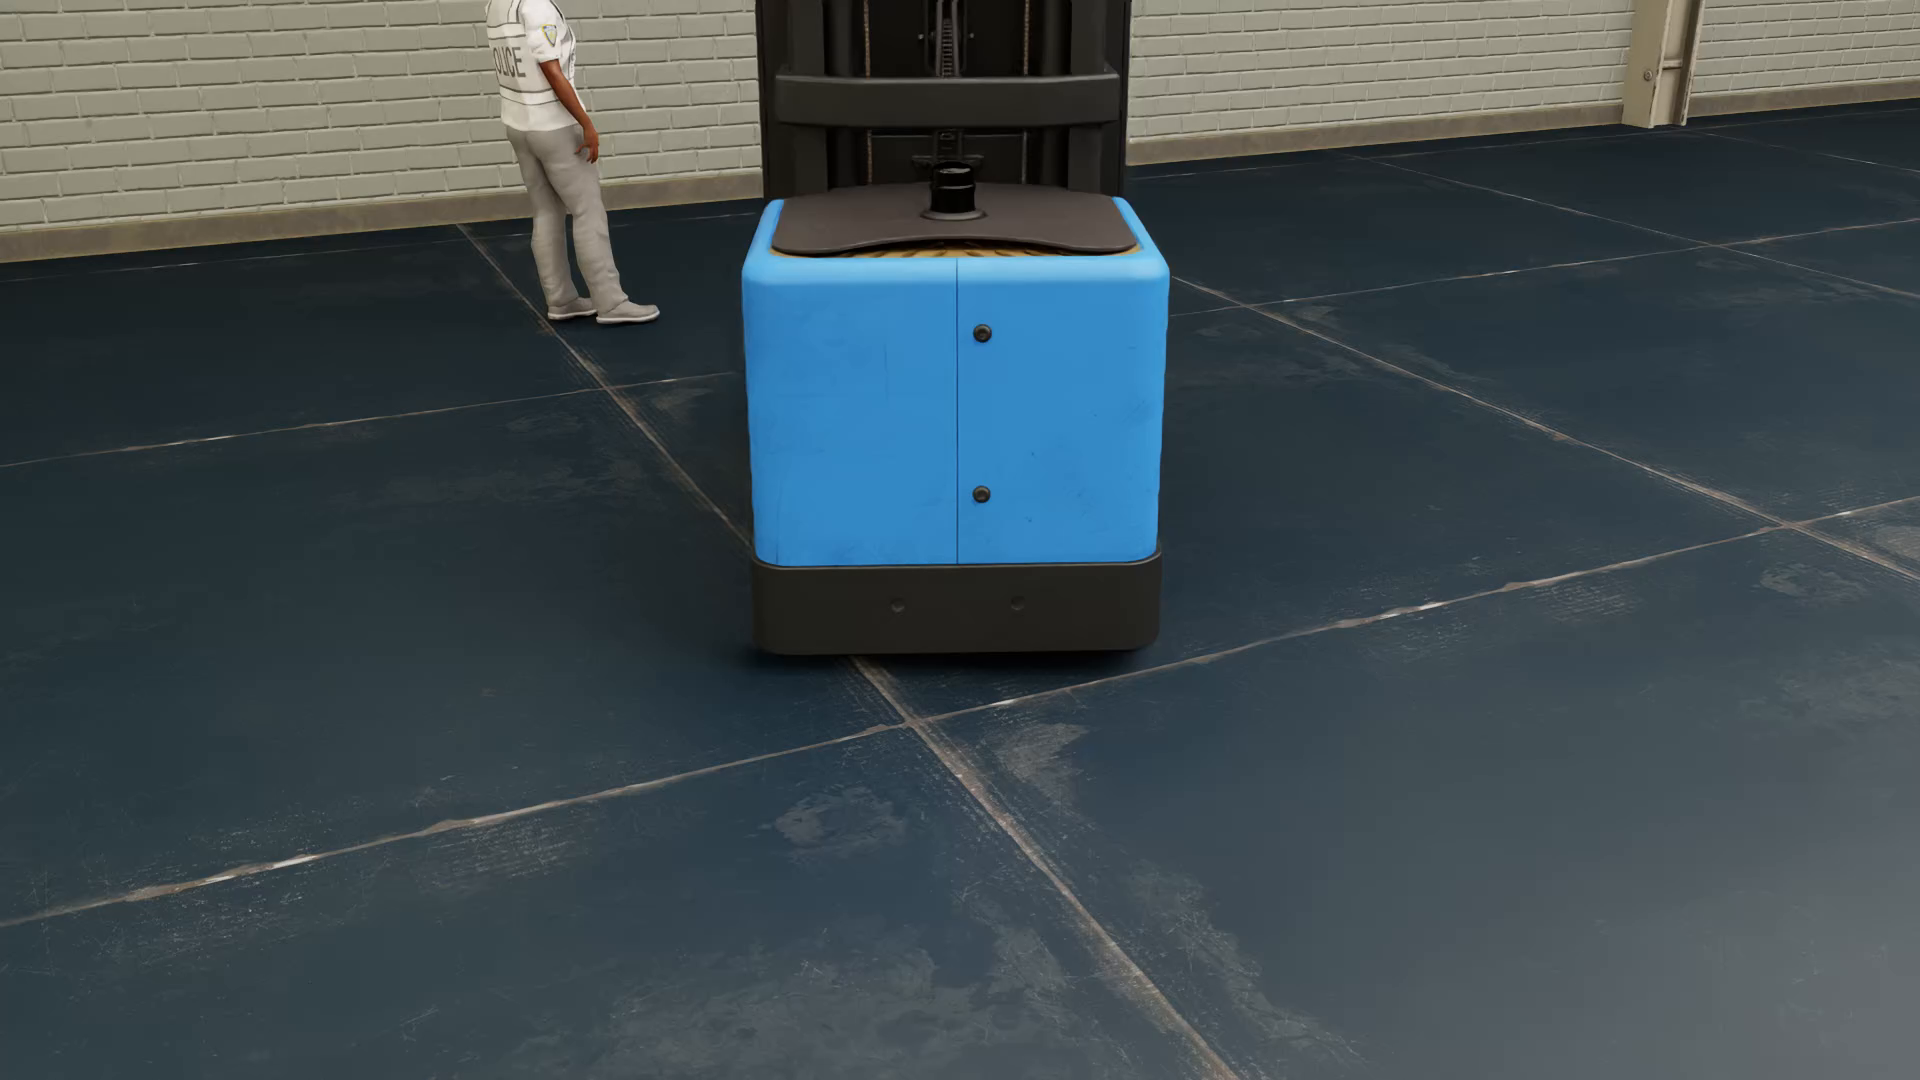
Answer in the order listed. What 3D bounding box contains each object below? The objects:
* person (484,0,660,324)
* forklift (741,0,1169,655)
[{"bbox_3d":[-1.714,-1.786,7.183,0.531,1.692,0.567,-21,30,-40],"label":"person"},{"bbox_3d":[-0.057,-1.580,5.090,1.130,2.935,3.031,-1,23,-2],"label":"forklift"}]
